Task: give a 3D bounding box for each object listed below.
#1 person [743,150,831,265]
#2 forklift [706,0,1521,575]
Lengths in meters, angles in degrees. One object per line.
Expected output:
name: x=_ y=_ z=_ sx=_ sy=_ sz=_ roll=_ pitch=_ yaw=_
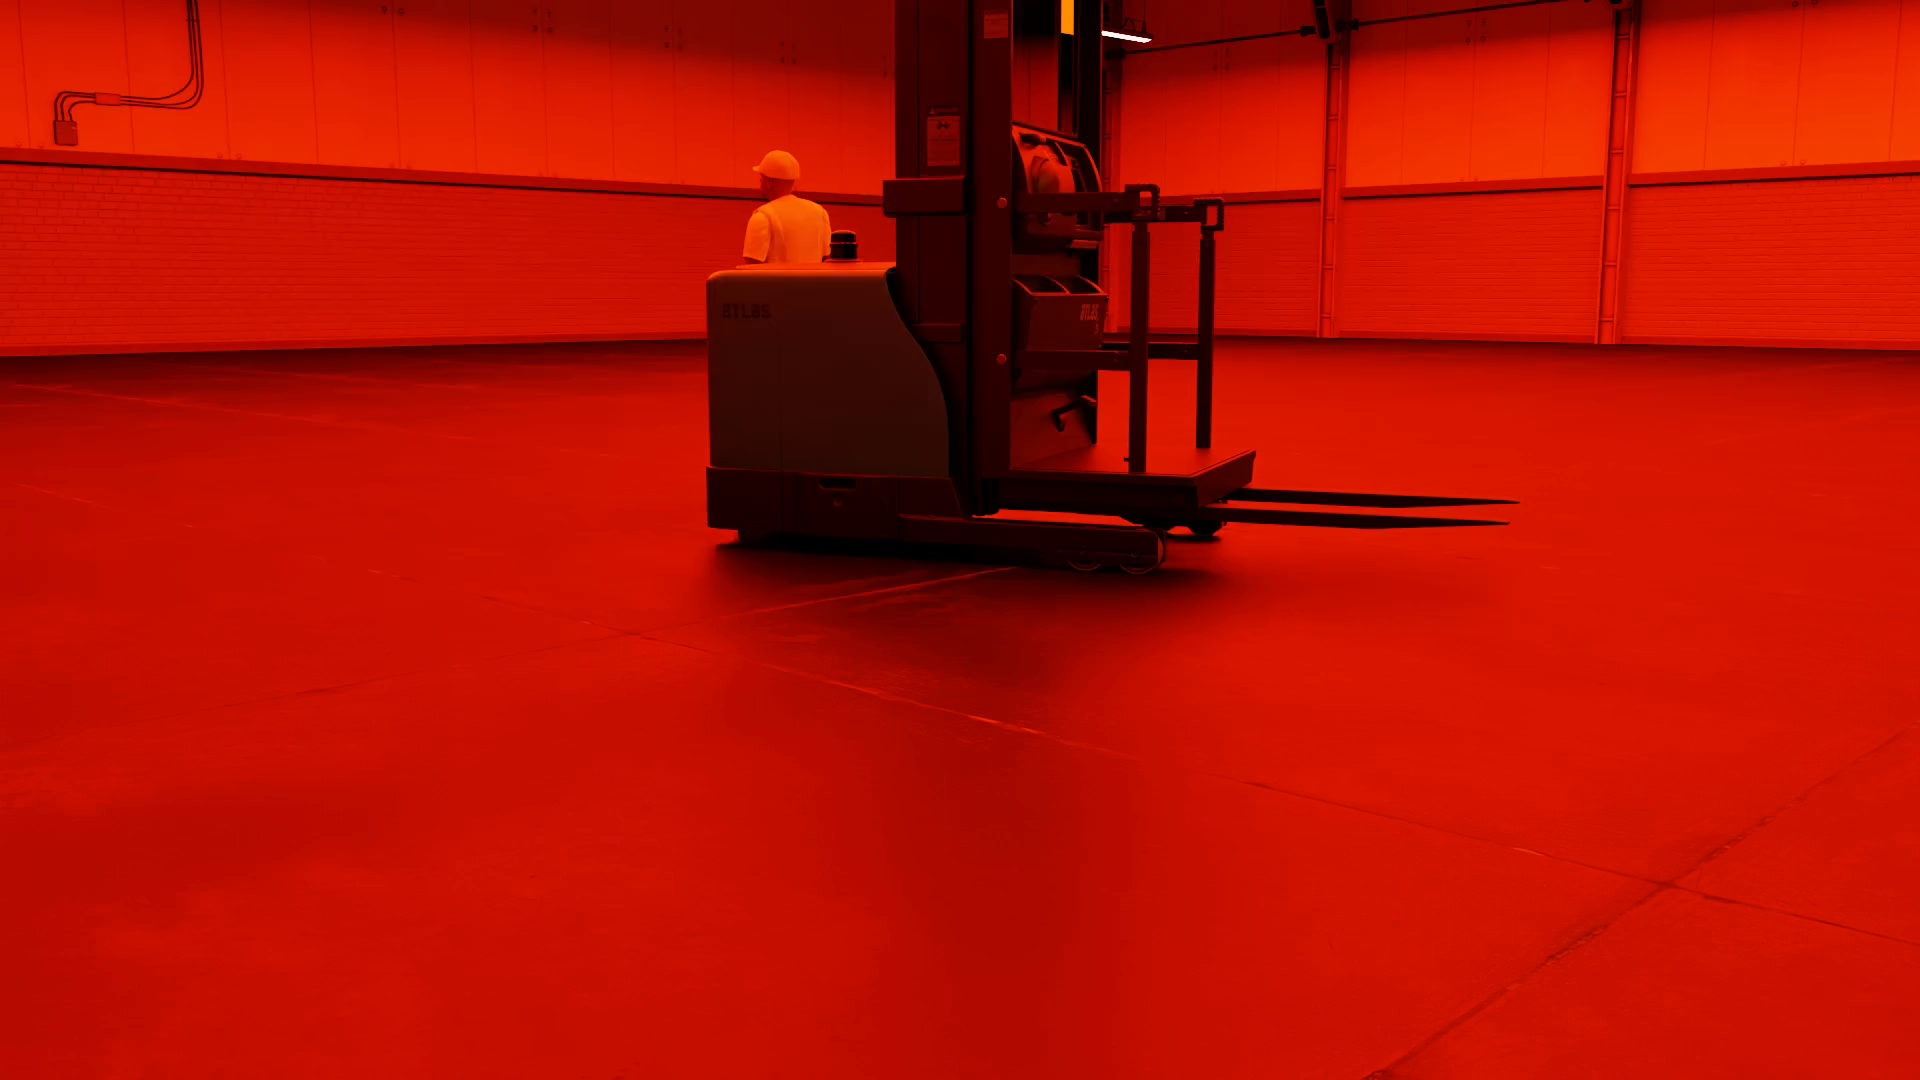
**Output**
person: x=-1.068 y=-1.328 z=9.559 sx=0.666 sy=1.765 sz=0.577 roll=-8 pitch=12 yaw=-44
forklift: x=0.565 y=-1.416 z=6.275 sx=3.031 sy=2.935 sz=1.130 roll=3 pitch=9 yaw=22
